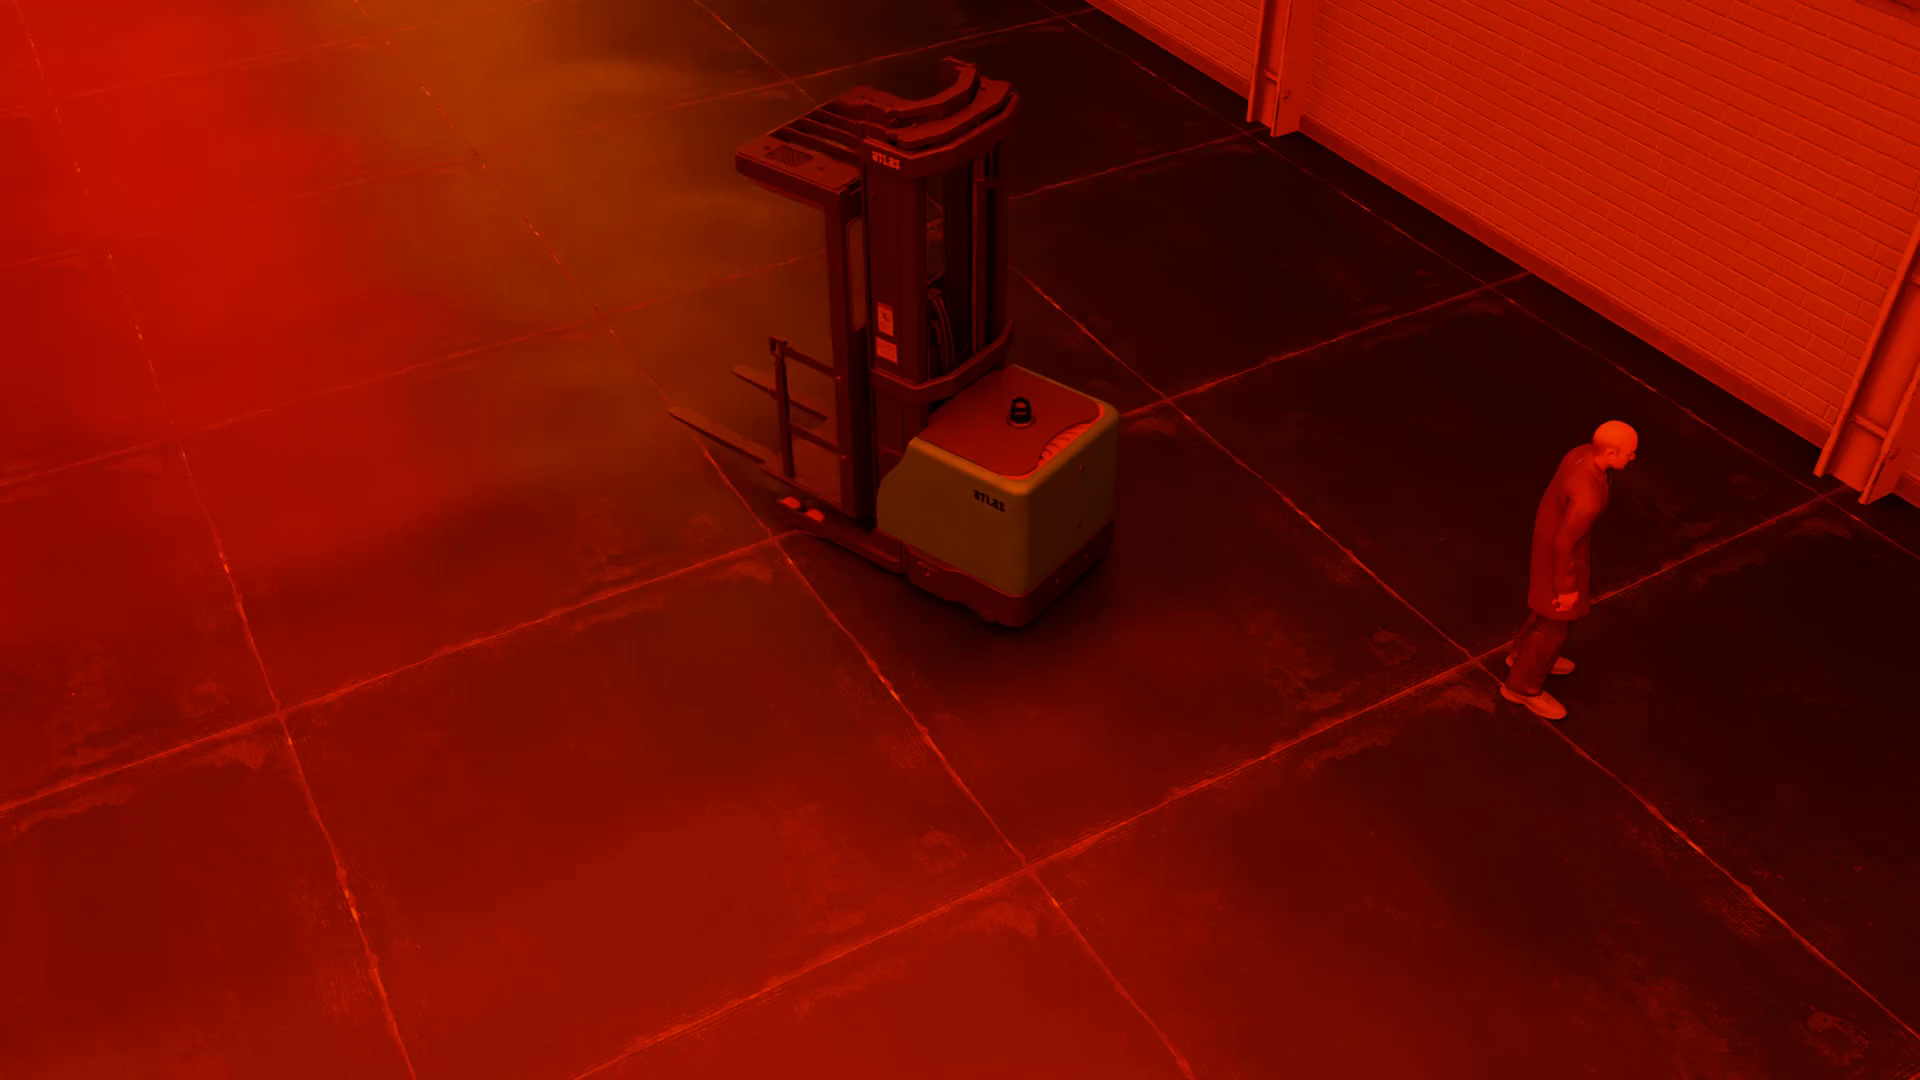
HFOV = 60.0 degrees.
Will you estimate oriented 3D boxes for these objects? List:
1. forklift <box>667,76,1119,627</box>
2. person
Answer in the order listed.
[{"bbox_3d":[-0.541,-1.370,9.738,3.031,2.867,1.129,26,46,28],"label":"forklift"},{"bbox_3d":[3.243,0.115,8.805,0.389,1.772,0.599,13,42,16],"label":"person"}]
